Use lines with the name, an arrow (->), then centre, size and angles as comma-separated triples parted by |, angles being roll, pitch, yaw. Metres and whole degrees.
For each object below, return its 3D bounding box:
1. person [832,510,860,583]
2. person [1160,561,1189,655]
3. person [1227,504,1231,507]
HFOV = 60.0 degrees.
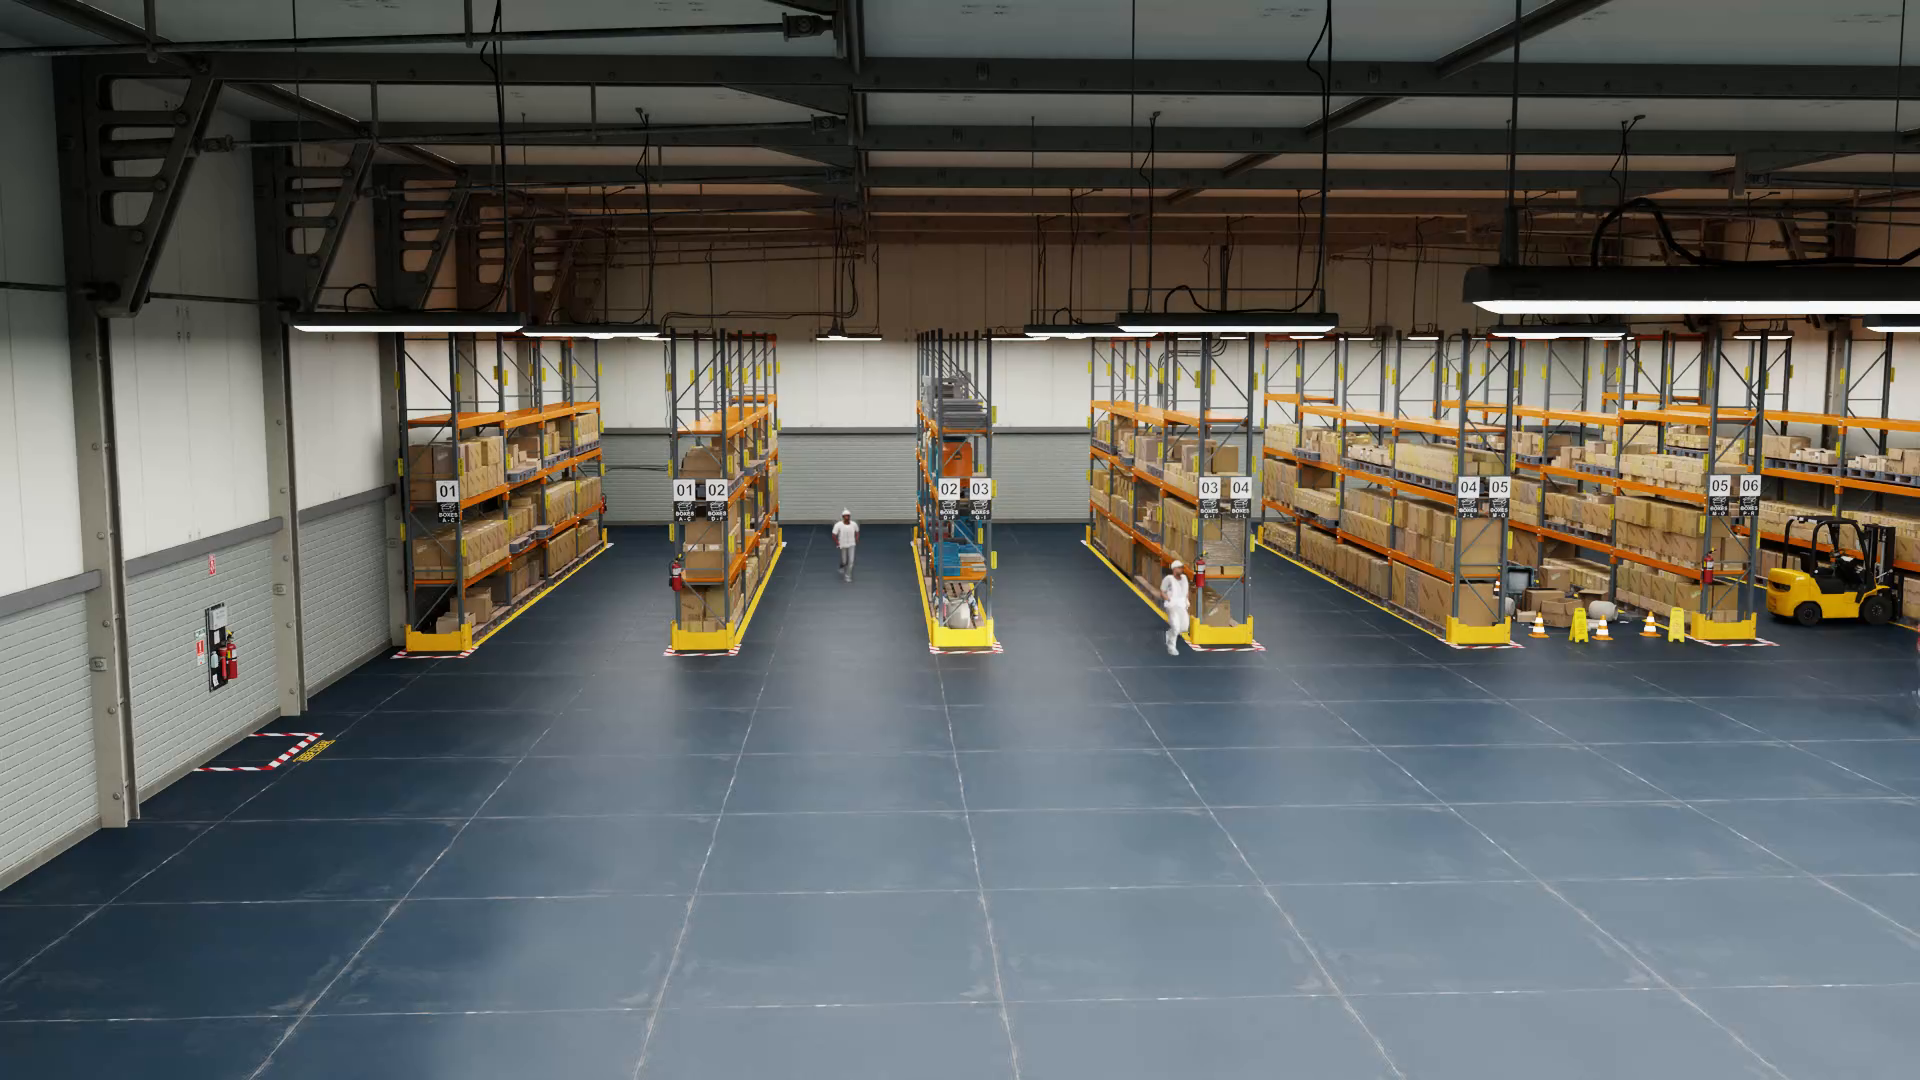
person -> -2.735, 0.138, 40.168 | 0.699, 1.738, 0.758 | -2, 7, -17
person -> 4.004, 1.241, 30.861 | 0.721, 1.743, 0.633 | -4, 8, -33
person -> 7.435, -0.714, 47.892 | 0.633, 1.612, 0.521 | 6, 9, 43
